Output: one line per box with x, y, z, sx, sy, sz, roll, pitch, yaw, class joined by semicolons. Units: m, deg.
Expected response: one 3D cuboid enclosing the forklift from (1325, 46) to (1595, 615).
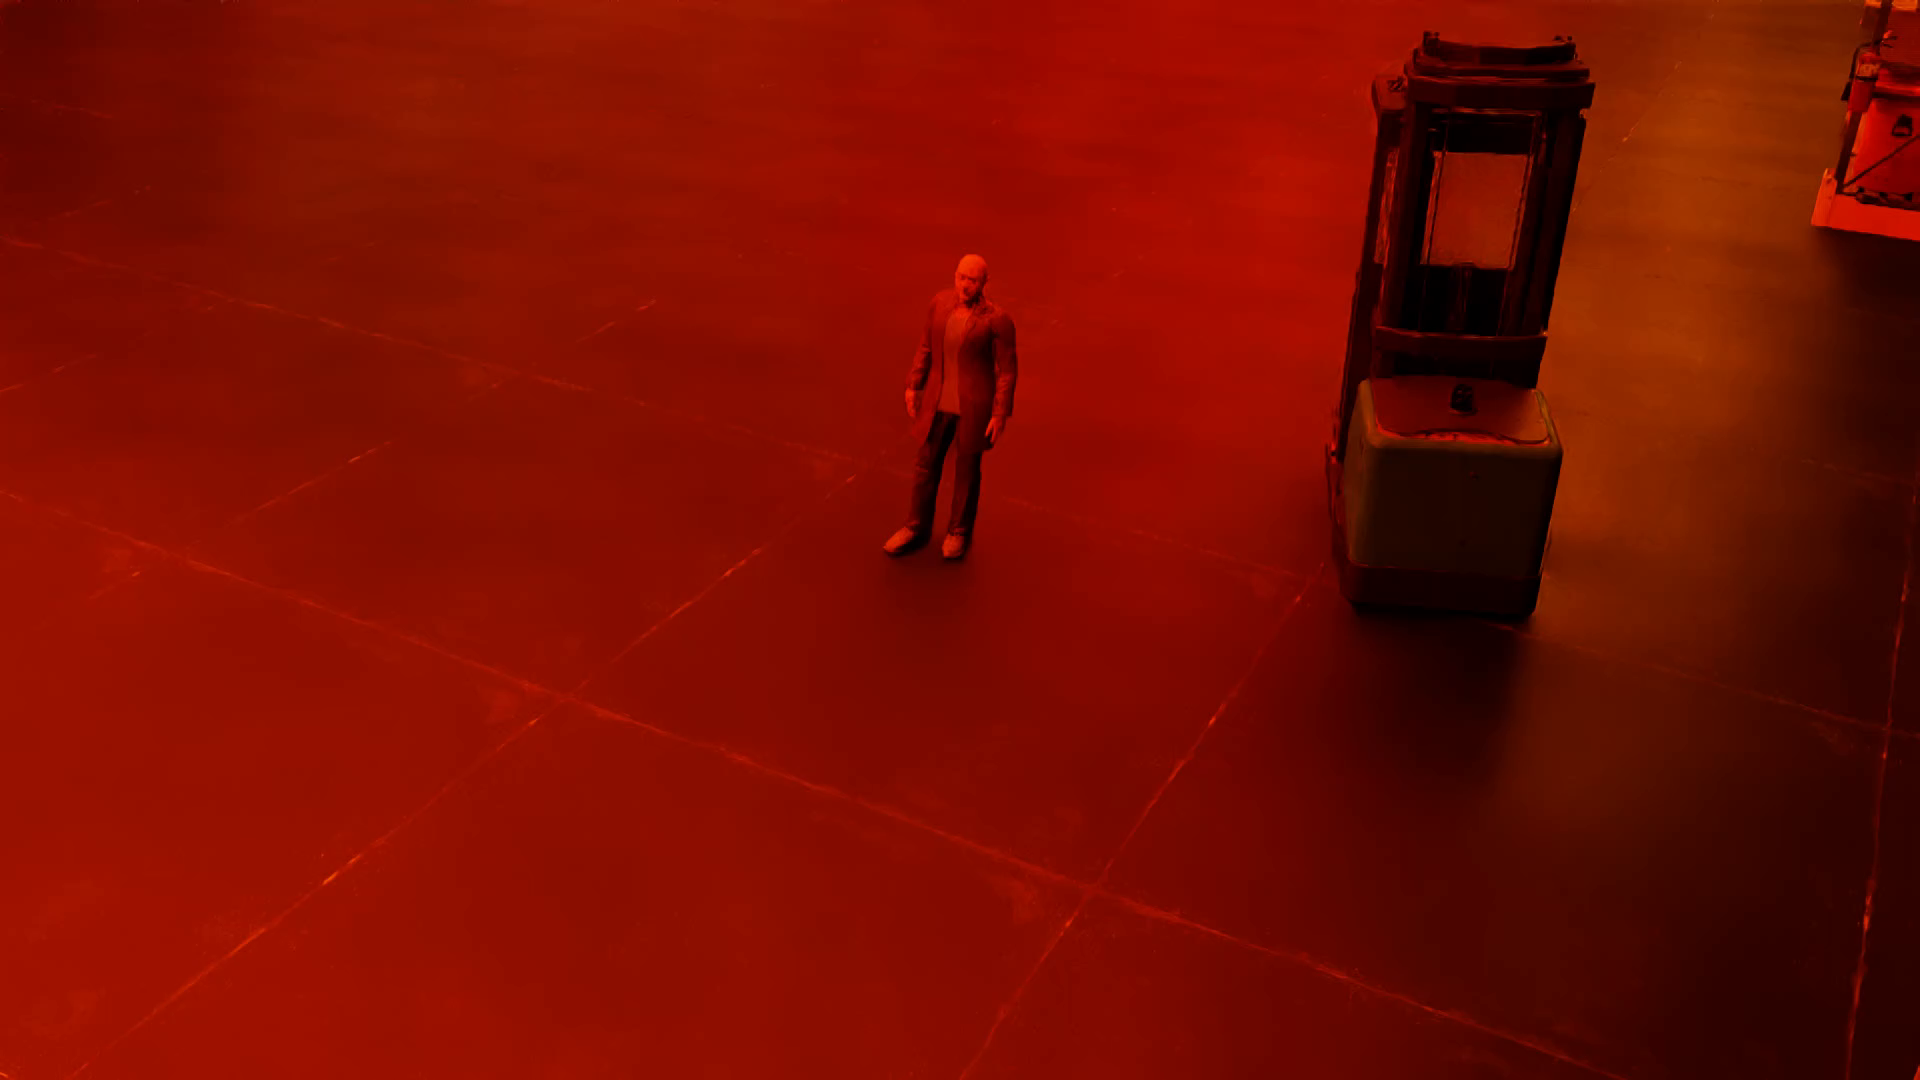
2.887;-1.546;9.813;1.129;2.867;3.031;4;30;8;forklift

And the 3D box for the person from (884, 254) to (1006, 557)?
-0.056;-0.734;9.481;0.648;1.776;0.560;15;33;25;person
